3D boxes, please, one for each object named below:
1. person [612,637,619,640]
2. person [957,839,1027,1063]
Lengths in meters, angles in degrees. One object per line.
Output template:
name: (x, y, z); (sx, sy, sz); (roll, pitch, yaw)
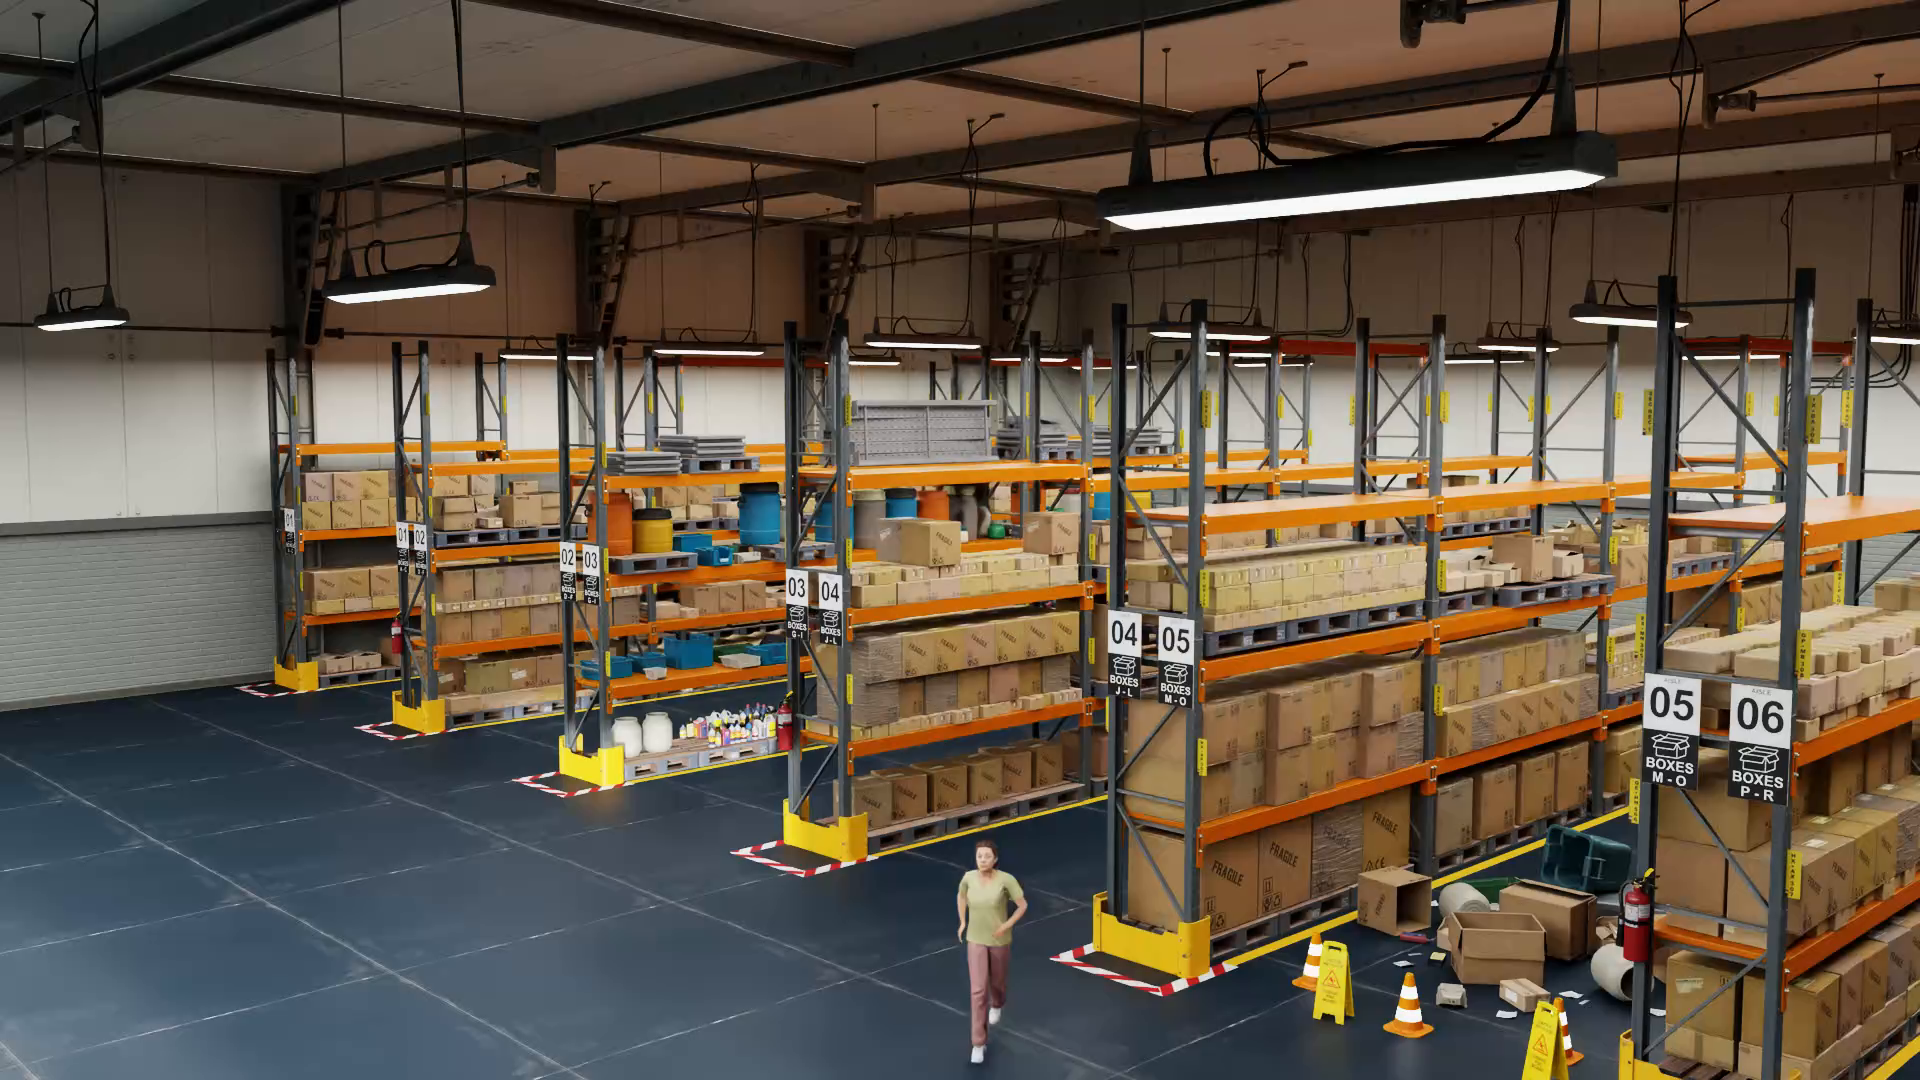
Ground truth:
person: (-6.429, 1.613, 30.804); (0.647, 1.751, 0.735); (4, 6, 40)
person: (0.245, 3.169, 13.137); (0.582, 1.664, 0.904); (1, 5, 9)
